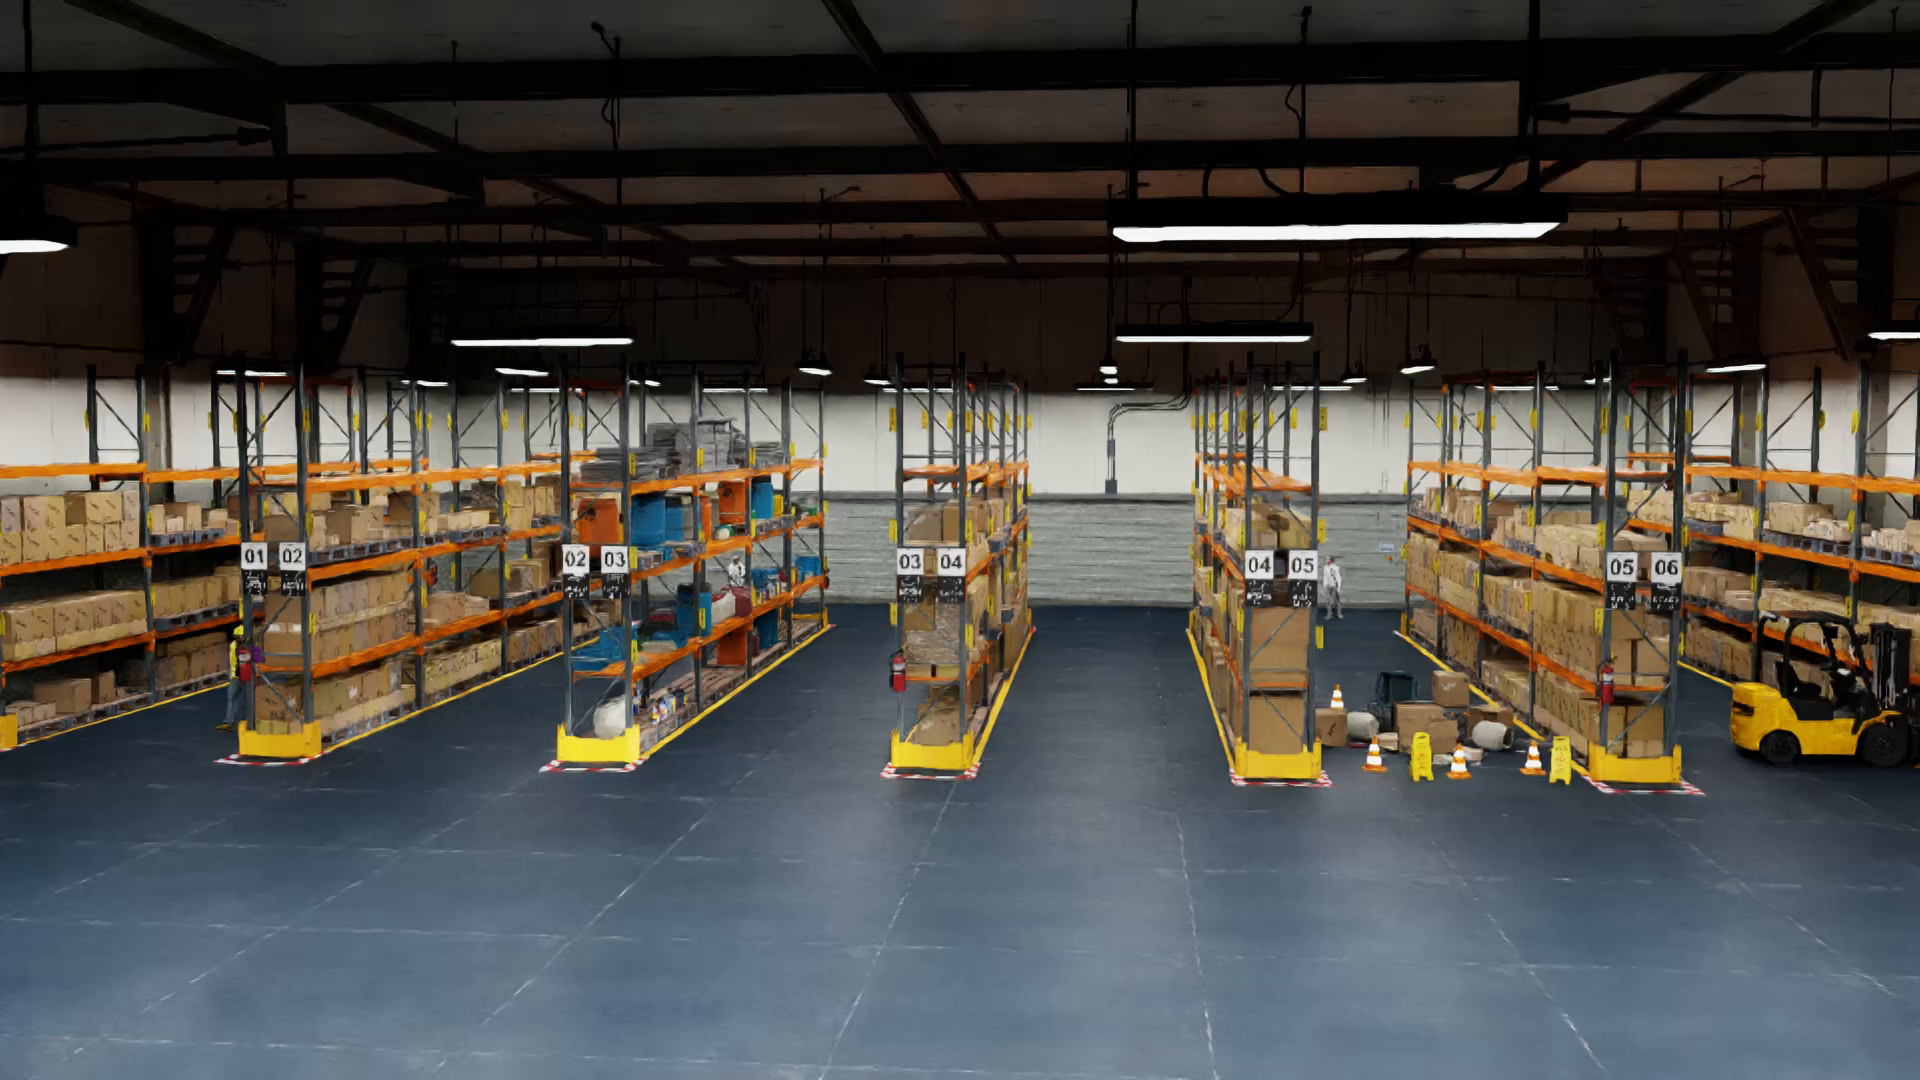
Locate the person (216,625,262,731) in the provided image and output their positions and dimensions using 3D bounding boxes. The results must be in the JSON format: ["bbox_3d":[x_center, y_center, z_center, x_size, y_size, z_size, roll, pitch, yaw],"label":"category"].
[{"bbox_3d":[-11.668,2.223,27.094,0.575,1.689,1.128,0,4,3],"label":"person"}]

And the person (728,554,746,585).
[{"bbox_3d":[-5.768,1.138,42.980,0.456,1.589,1.088,1,4,8],"label":"person"}]

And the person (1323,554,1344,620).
[{"bbox_3d":[9.479,1.177,42.255,0.514,1.664,0.547,4,5,42],"label":"person"}]
